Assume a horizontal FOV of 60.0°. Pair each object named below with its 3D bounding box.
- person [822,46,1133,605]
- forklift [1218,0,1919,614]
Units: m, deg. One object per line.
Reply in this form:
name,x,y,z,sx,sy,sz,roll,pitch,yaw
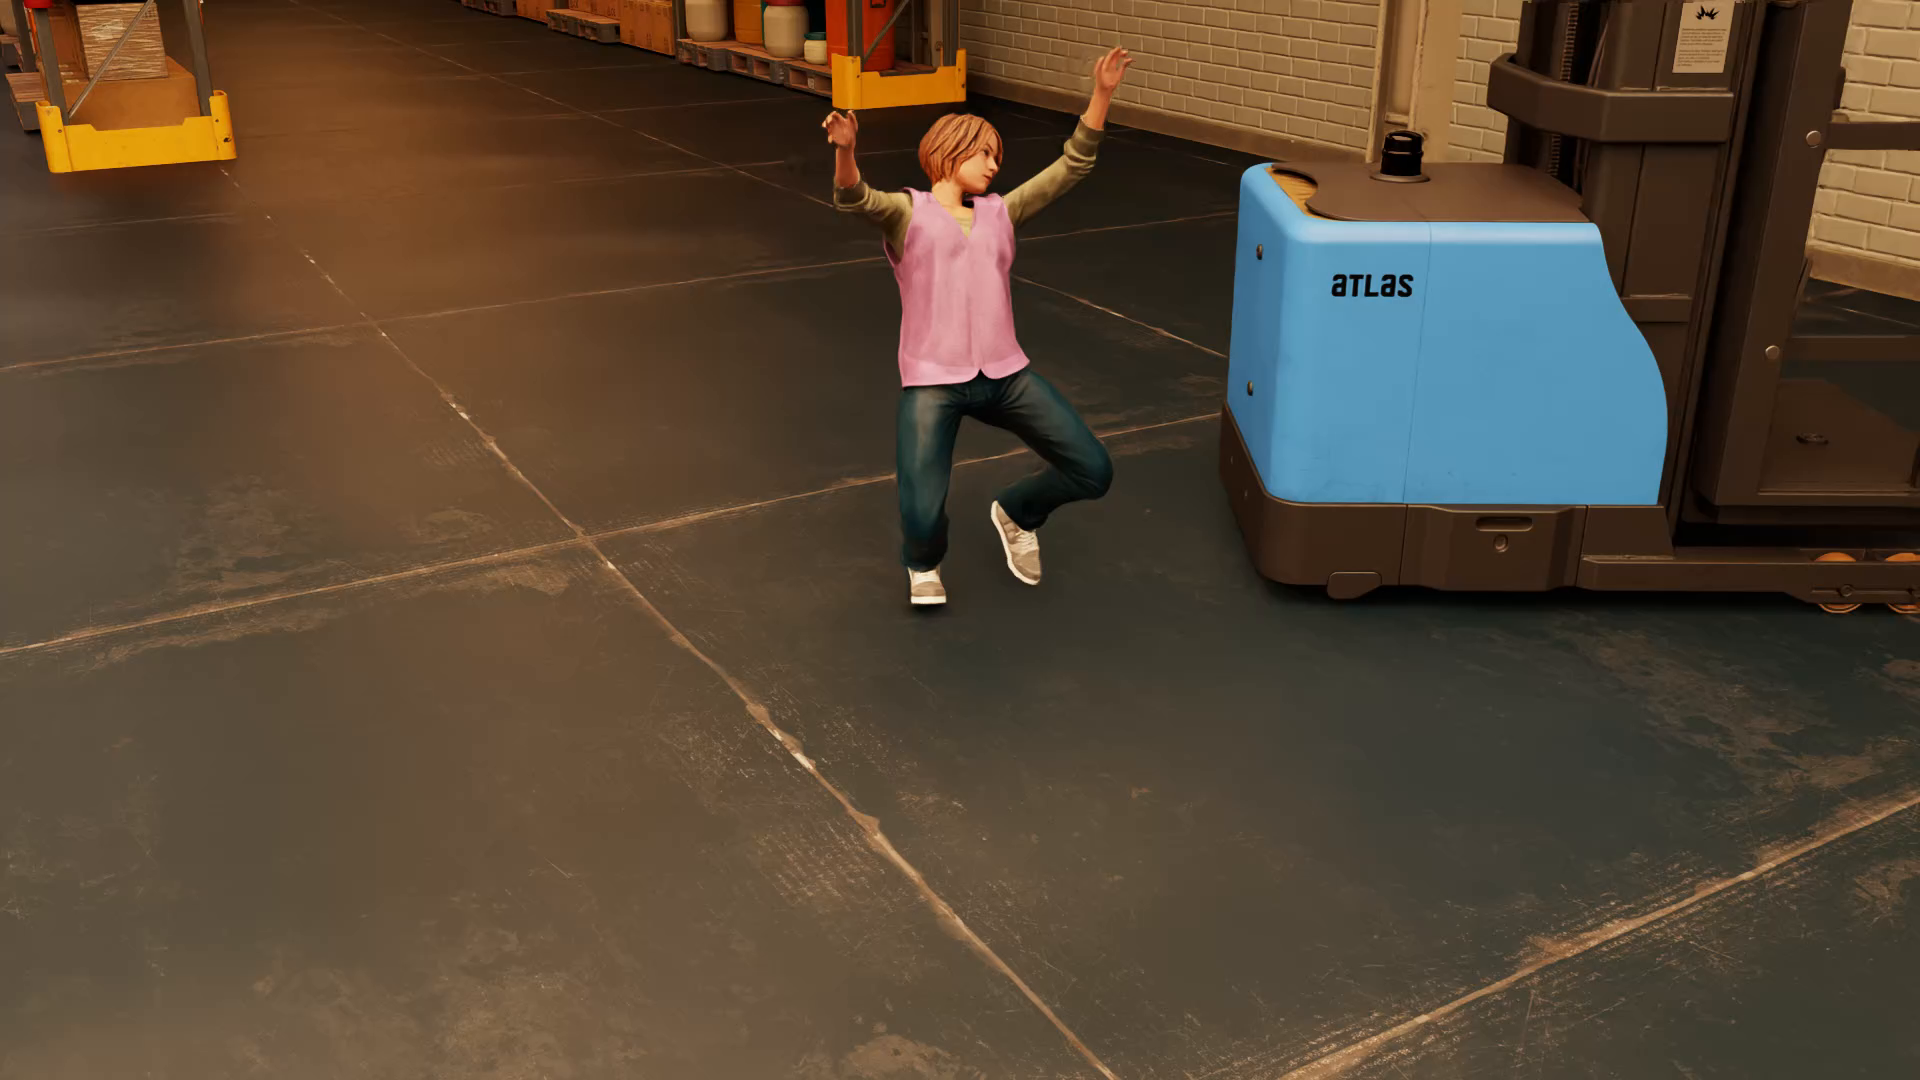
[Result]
person,-0.020,-0.534,4.423,0.843,1.506,0.627,-9,24,-20
forklift,2.366,-1.354,4.574,3.031,2.935,1.130,0,22,1
